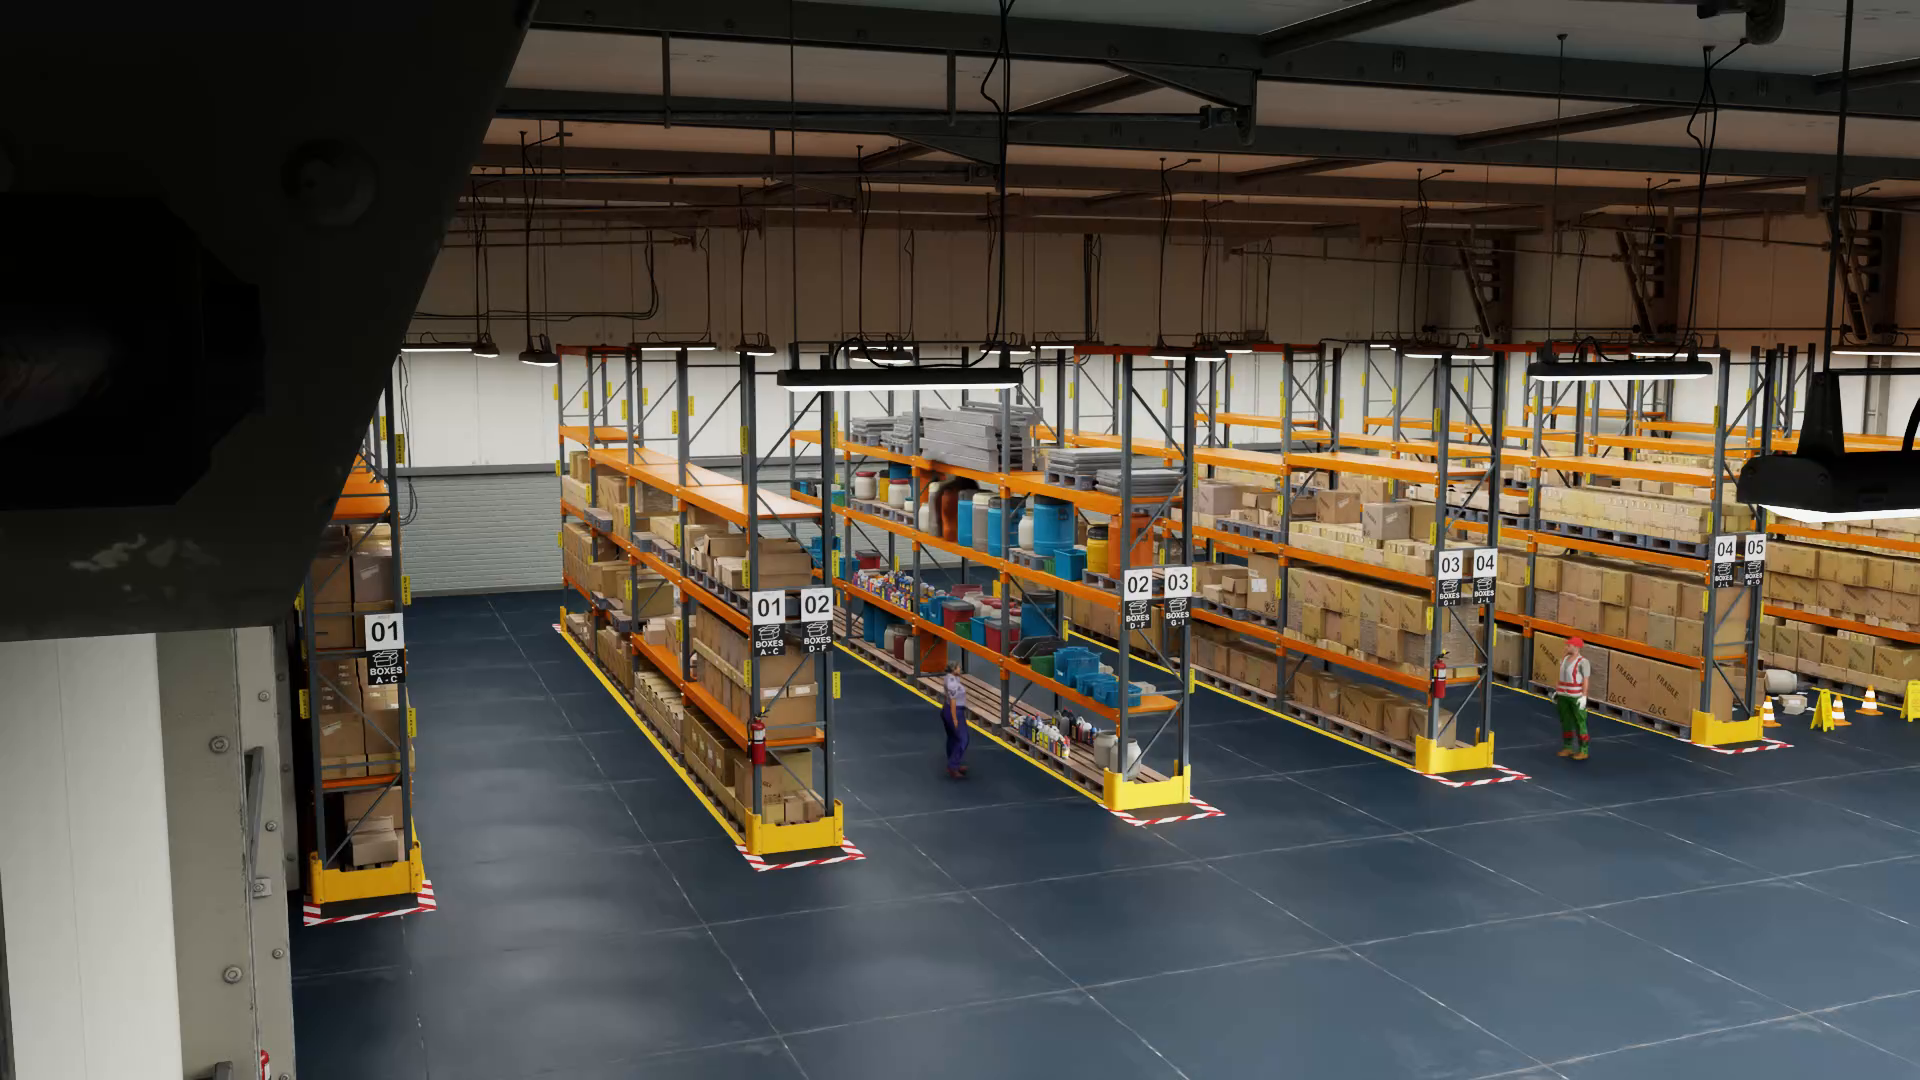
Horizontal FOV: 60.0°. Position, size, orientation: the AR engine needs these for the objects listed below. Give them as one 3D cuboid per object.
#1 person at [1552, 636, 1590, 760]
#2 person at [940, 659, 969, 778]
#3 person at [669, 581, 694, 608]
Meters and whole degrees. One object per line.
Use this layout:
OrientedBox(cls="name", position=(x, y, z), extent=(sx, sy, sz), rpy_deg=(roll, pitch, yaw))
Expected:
OrientedBox(cls="person", position=(9.038, 2.329, 24.622), extent=(0.490, 1.800, 0.604), rpy_deg=(-7, 10, -44))
OrientedBox(cls="person", position=(-0.055, 2.529, 23.720), extent=(0.405, 1.684, 0.545), rpy_deg=(-2, 7, -13))
OrientedBox(cls="person", position=(-5.782, 1.214, 33.798), extent=(0.682, 1.808, 0.878), rpy_deg=(-3, 8, -22))
